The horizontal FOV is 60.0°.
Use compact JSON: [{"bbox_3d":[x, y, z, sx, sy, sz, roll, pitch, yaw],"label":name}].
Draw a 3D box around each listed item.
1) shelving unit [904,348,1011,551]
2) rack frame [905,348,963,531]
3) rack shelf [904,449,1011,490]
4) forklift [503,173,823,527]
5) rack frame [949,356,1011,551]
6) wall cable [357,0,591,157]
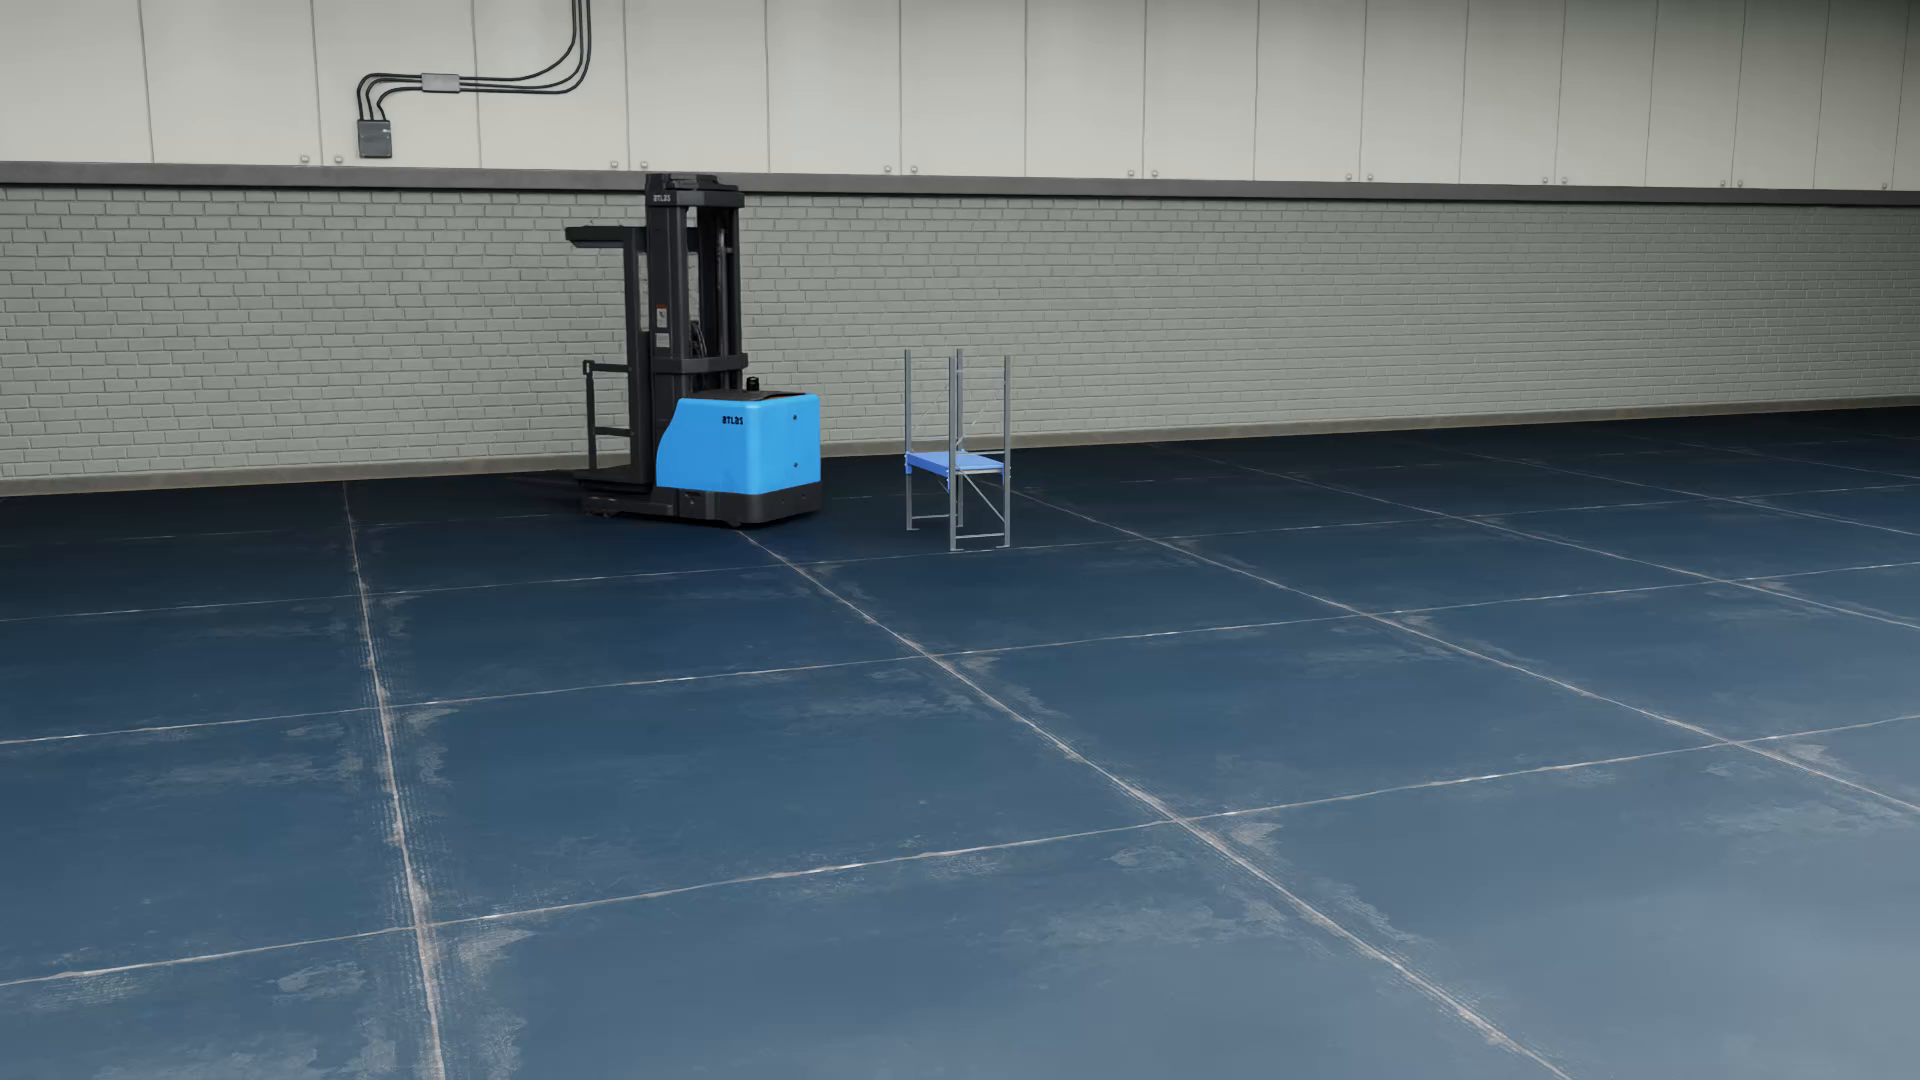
[{"bbox_3d":[-0.031,-0.752,13.367,0.538,1.500,1.048,-4,11,-21],"label":"shelving unit"},{"bbox_3d":[-0.215,-0.835,13.834,0.500,1.500,0.032,-4,11,-21],"label":"rack frame"},{"bbox_3d":[-0.031,-0.575,13.399,0.538,0.185,1.000,-4,11,-21],"label":"rack shelf"},{"bbox_3d":[-2.742,-1.714,14.684,3.031,2.935,1.130,6,12,29],"label":"forklift"},{"bbox_3d":[0.153,-0.669,12.901,0.500,1.500,0.032,-4,11,-21],"label":"rack frame"},{"bbox_3d":[-4.821,-6.795,16.212,2.305,6.003,0.169,-4,11,-21],"label":"wall cable"}]
